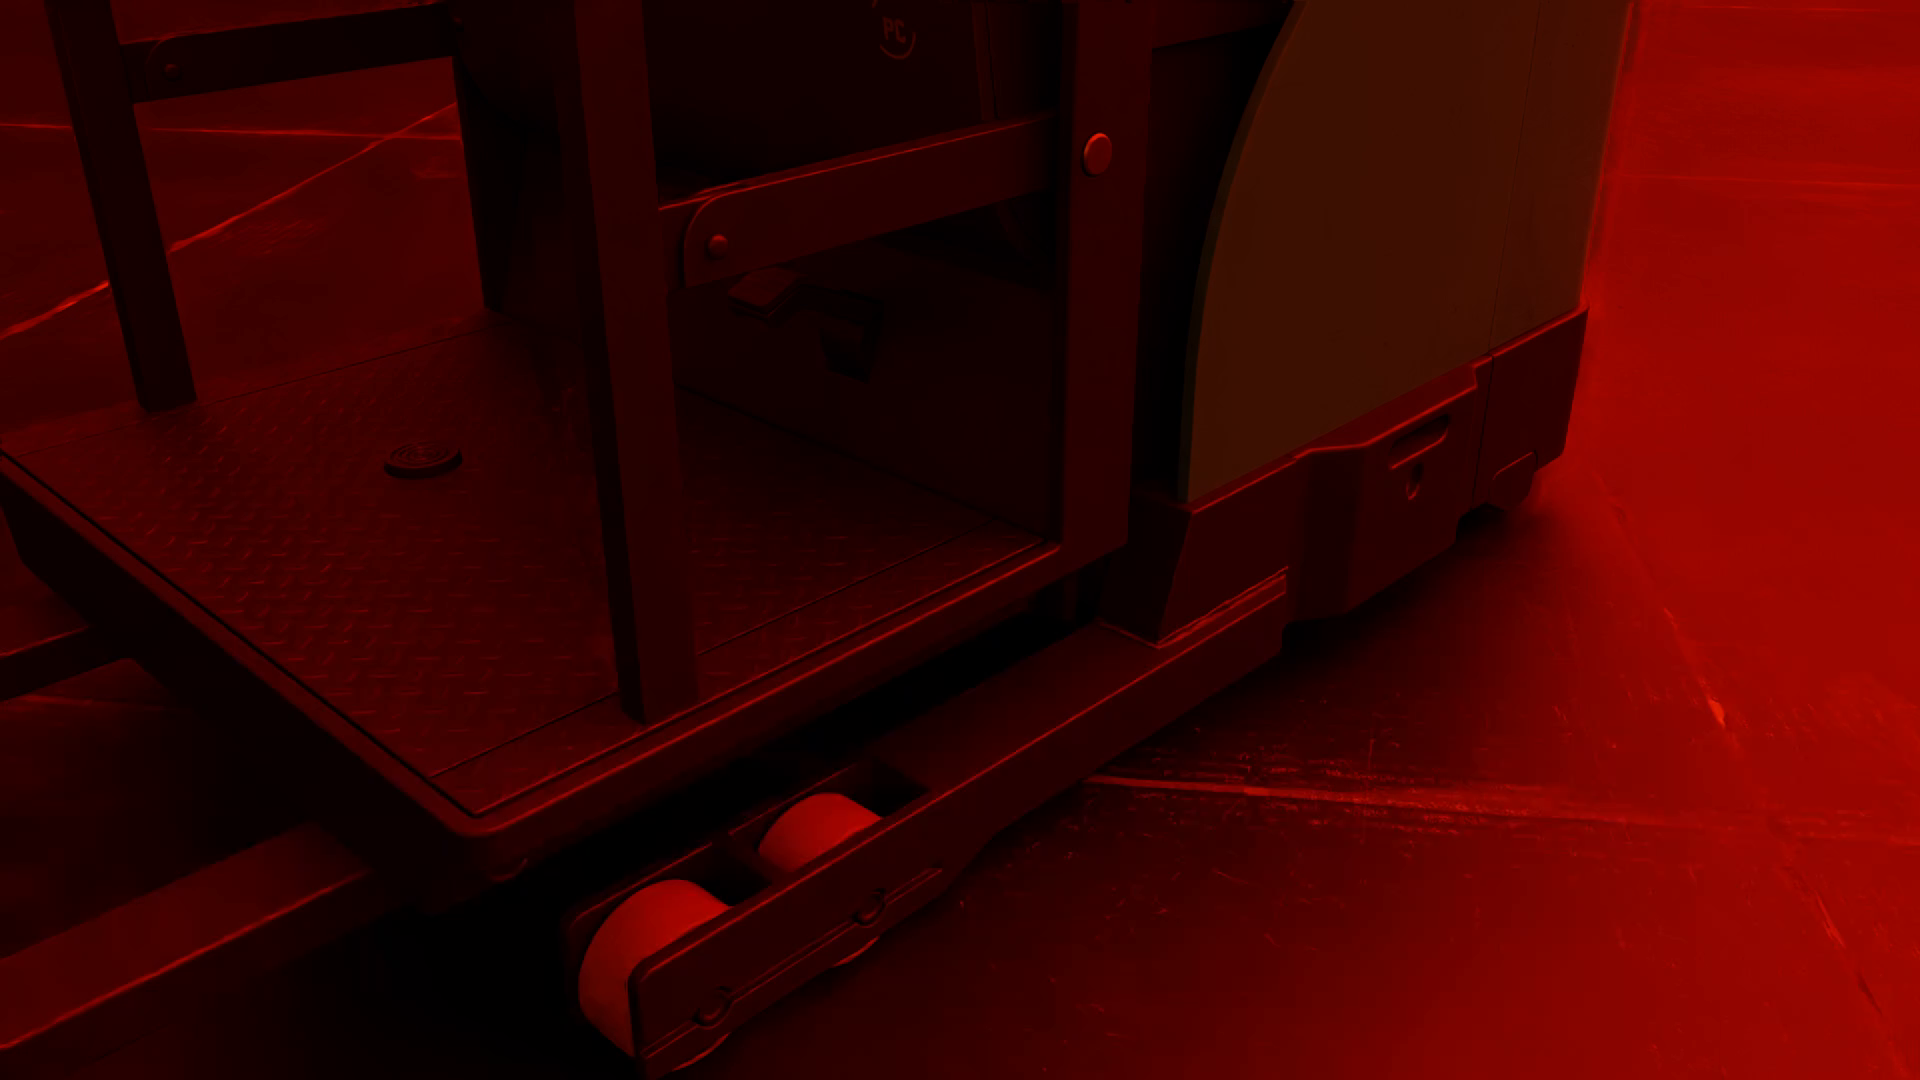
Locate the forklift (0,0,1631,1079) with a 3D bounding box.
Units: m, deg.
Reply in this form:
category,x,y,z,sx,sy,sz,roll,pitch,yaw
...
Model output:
category,x,y,z,sx,sy,sz,roll,pitch,yaw
forklift,-0.426,-1.087,1.395,1.130,2.935,3.031,23,35,39
